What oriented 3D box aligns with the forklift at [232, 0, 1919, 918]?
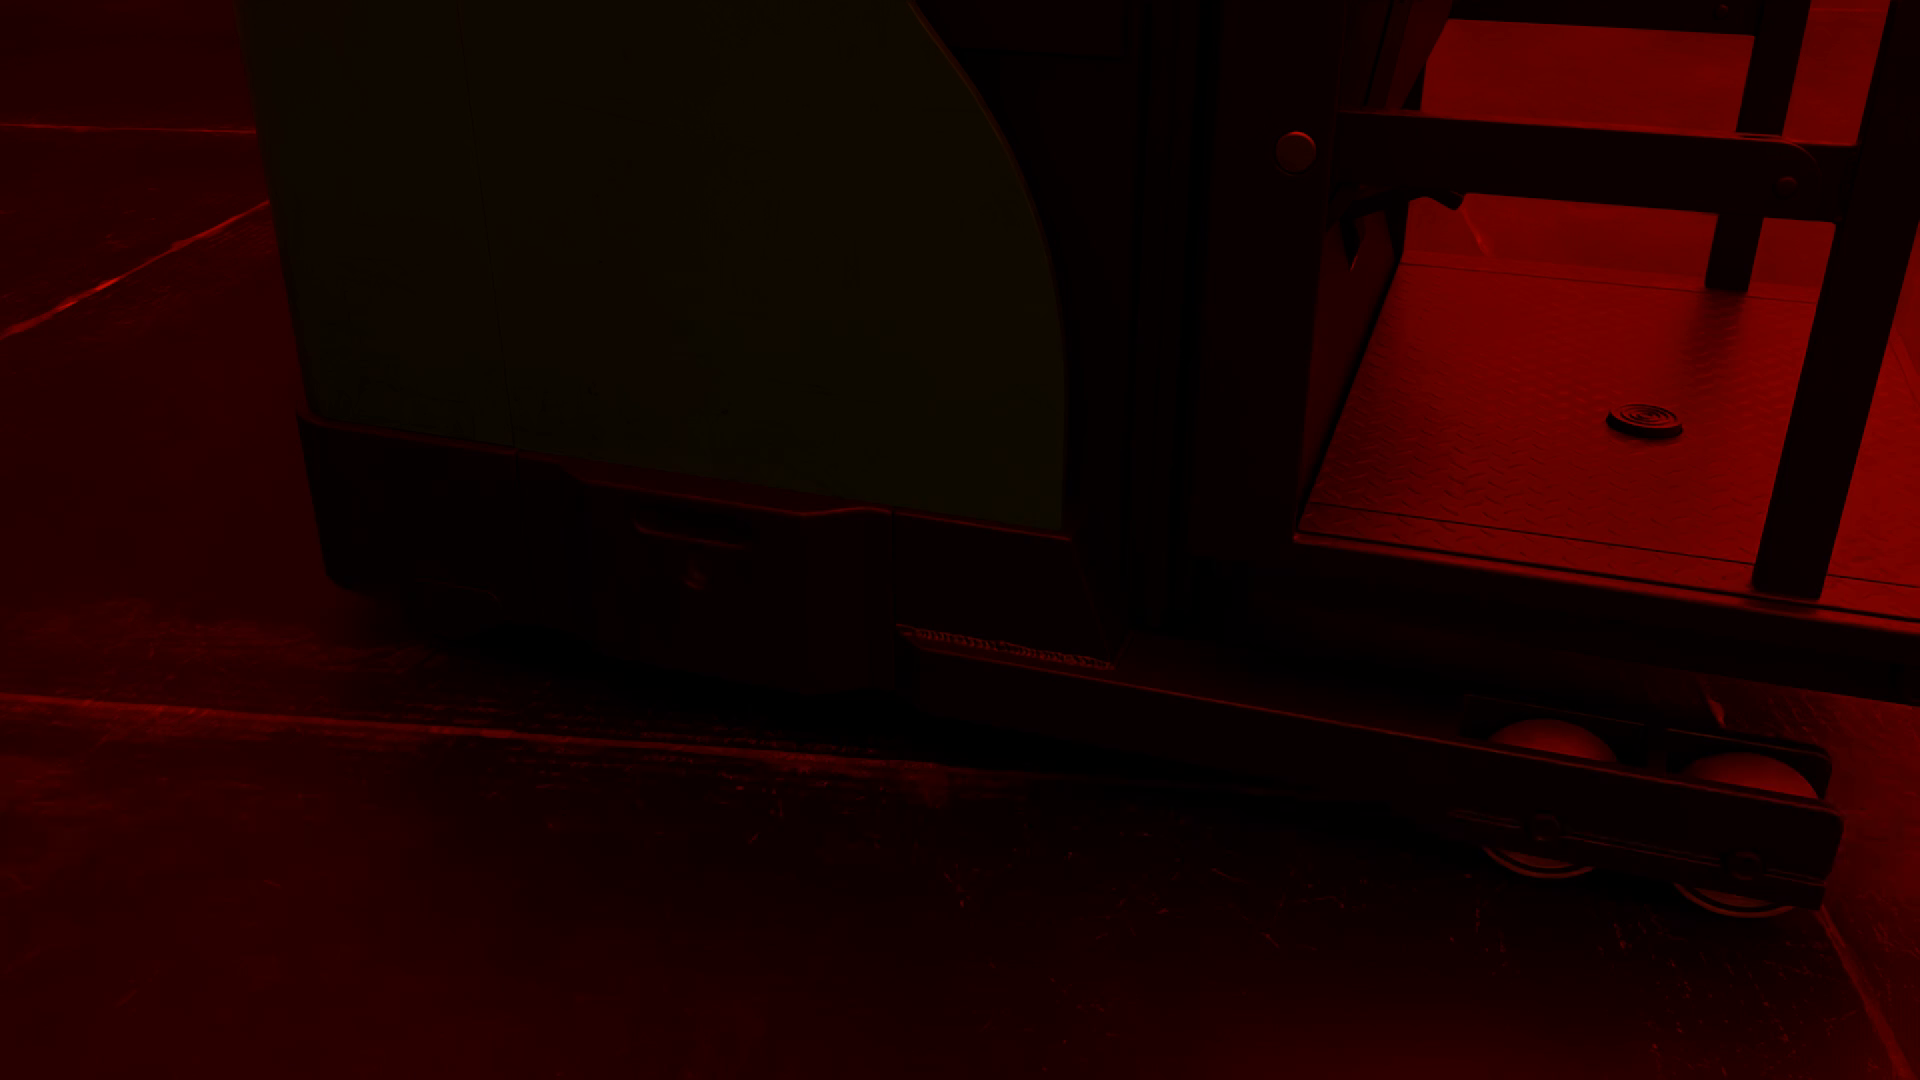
[{"bbox_3d":[0.707,-1.190,1.601,3.031,2.935,1.130,9,28,17],"label":"forklift"}]
